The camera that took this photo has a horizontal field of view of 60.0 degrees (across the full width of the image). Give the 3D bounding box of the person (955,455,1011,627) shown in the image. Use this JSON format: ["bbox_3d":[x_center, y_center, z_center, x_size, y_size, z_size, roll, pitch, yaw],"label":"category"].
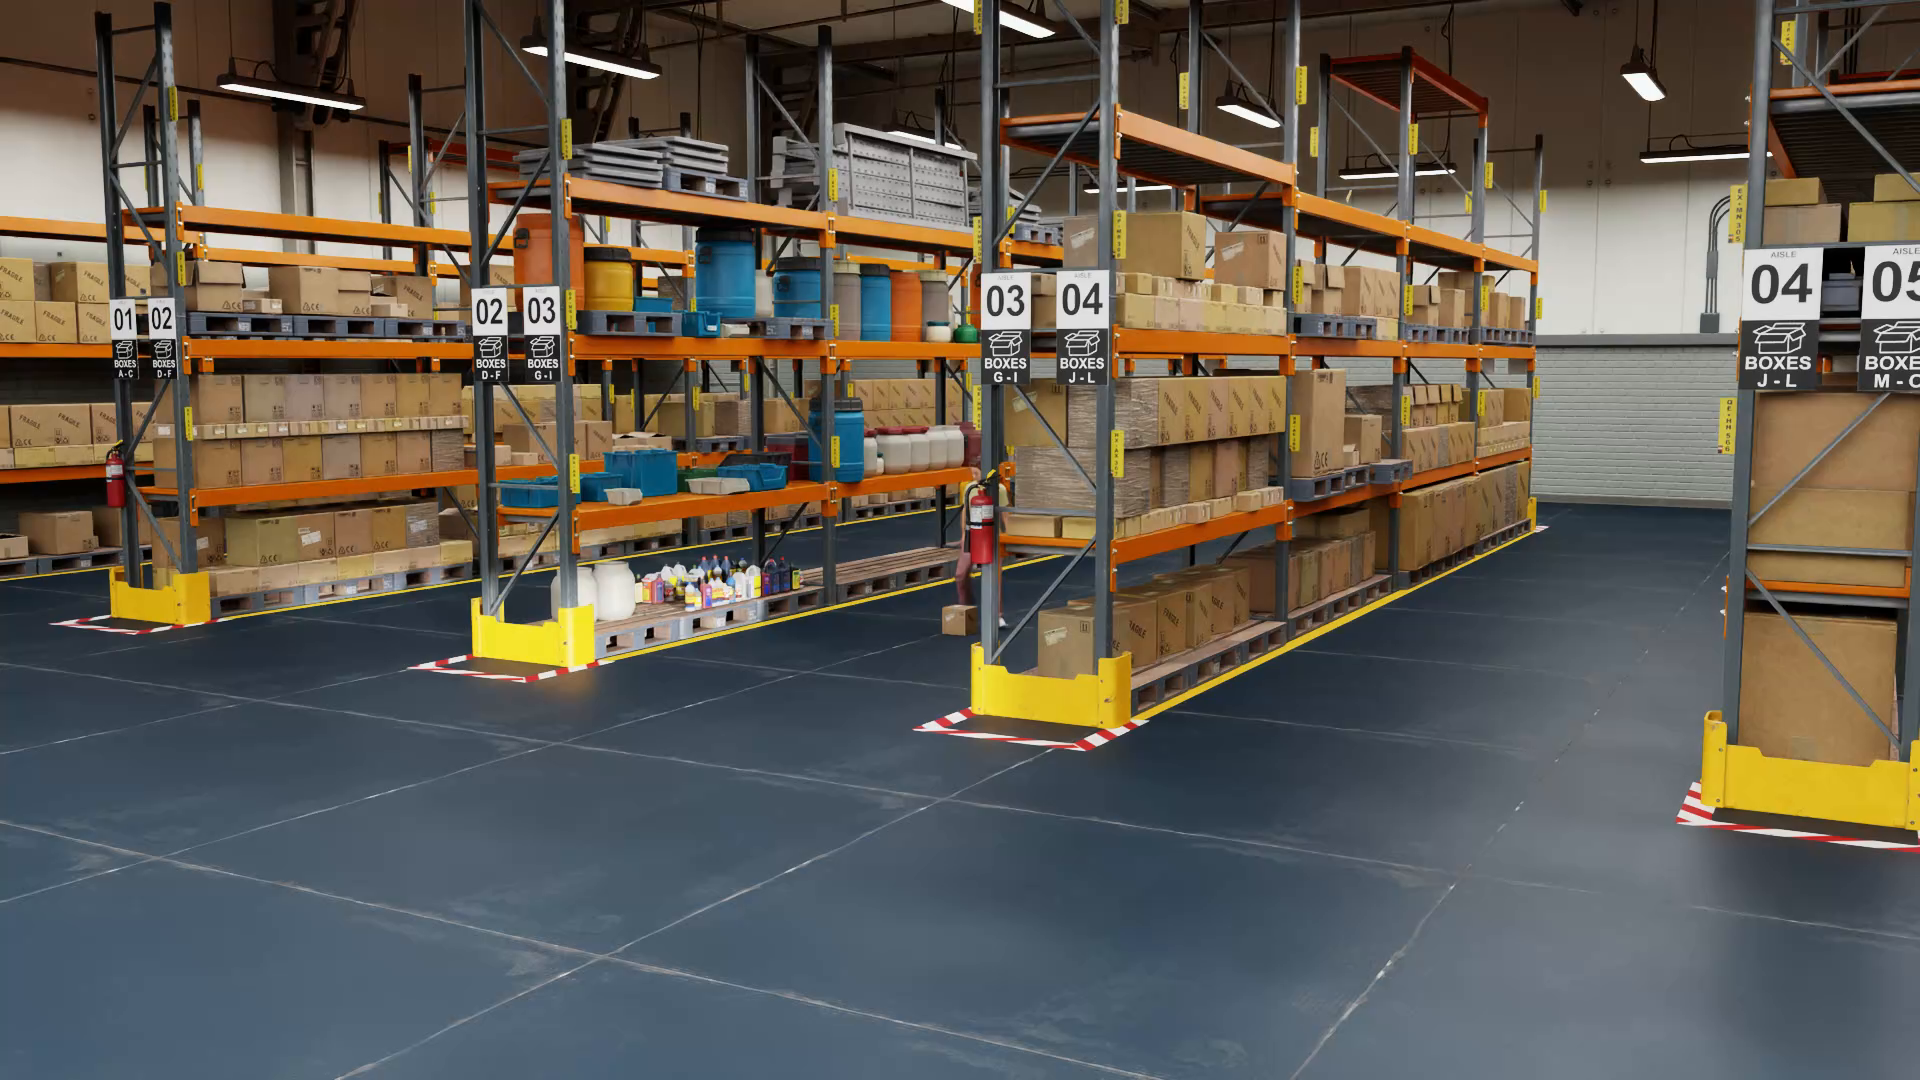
[{"bbox_3d":[0.245,0.000,16.205,0.549,1.668,0.457,1,6,11],"label":"person"}]
